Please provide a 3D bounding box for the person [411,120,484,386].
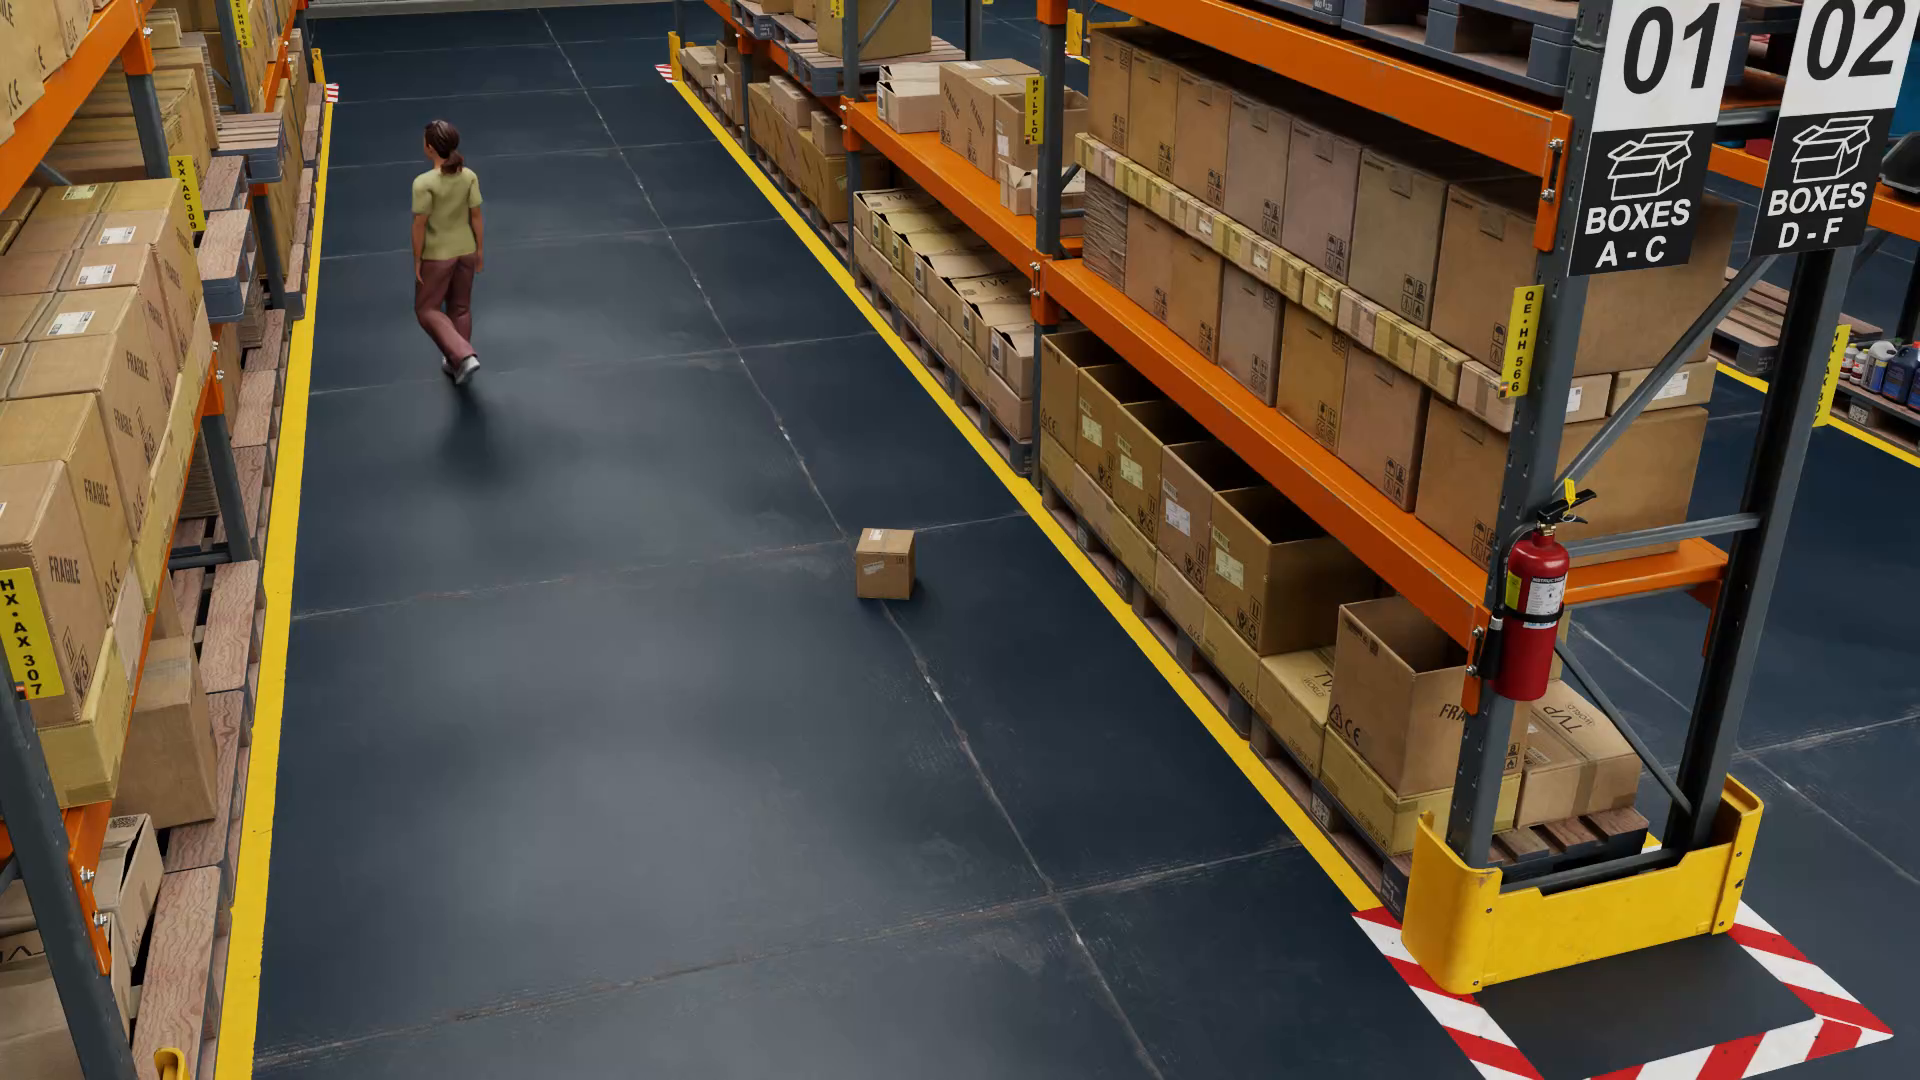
[{"bbox_3d":[-3.107,-1.714,10.054,0.742,1.649,0.462,23,35,39],"label":"person"}]
